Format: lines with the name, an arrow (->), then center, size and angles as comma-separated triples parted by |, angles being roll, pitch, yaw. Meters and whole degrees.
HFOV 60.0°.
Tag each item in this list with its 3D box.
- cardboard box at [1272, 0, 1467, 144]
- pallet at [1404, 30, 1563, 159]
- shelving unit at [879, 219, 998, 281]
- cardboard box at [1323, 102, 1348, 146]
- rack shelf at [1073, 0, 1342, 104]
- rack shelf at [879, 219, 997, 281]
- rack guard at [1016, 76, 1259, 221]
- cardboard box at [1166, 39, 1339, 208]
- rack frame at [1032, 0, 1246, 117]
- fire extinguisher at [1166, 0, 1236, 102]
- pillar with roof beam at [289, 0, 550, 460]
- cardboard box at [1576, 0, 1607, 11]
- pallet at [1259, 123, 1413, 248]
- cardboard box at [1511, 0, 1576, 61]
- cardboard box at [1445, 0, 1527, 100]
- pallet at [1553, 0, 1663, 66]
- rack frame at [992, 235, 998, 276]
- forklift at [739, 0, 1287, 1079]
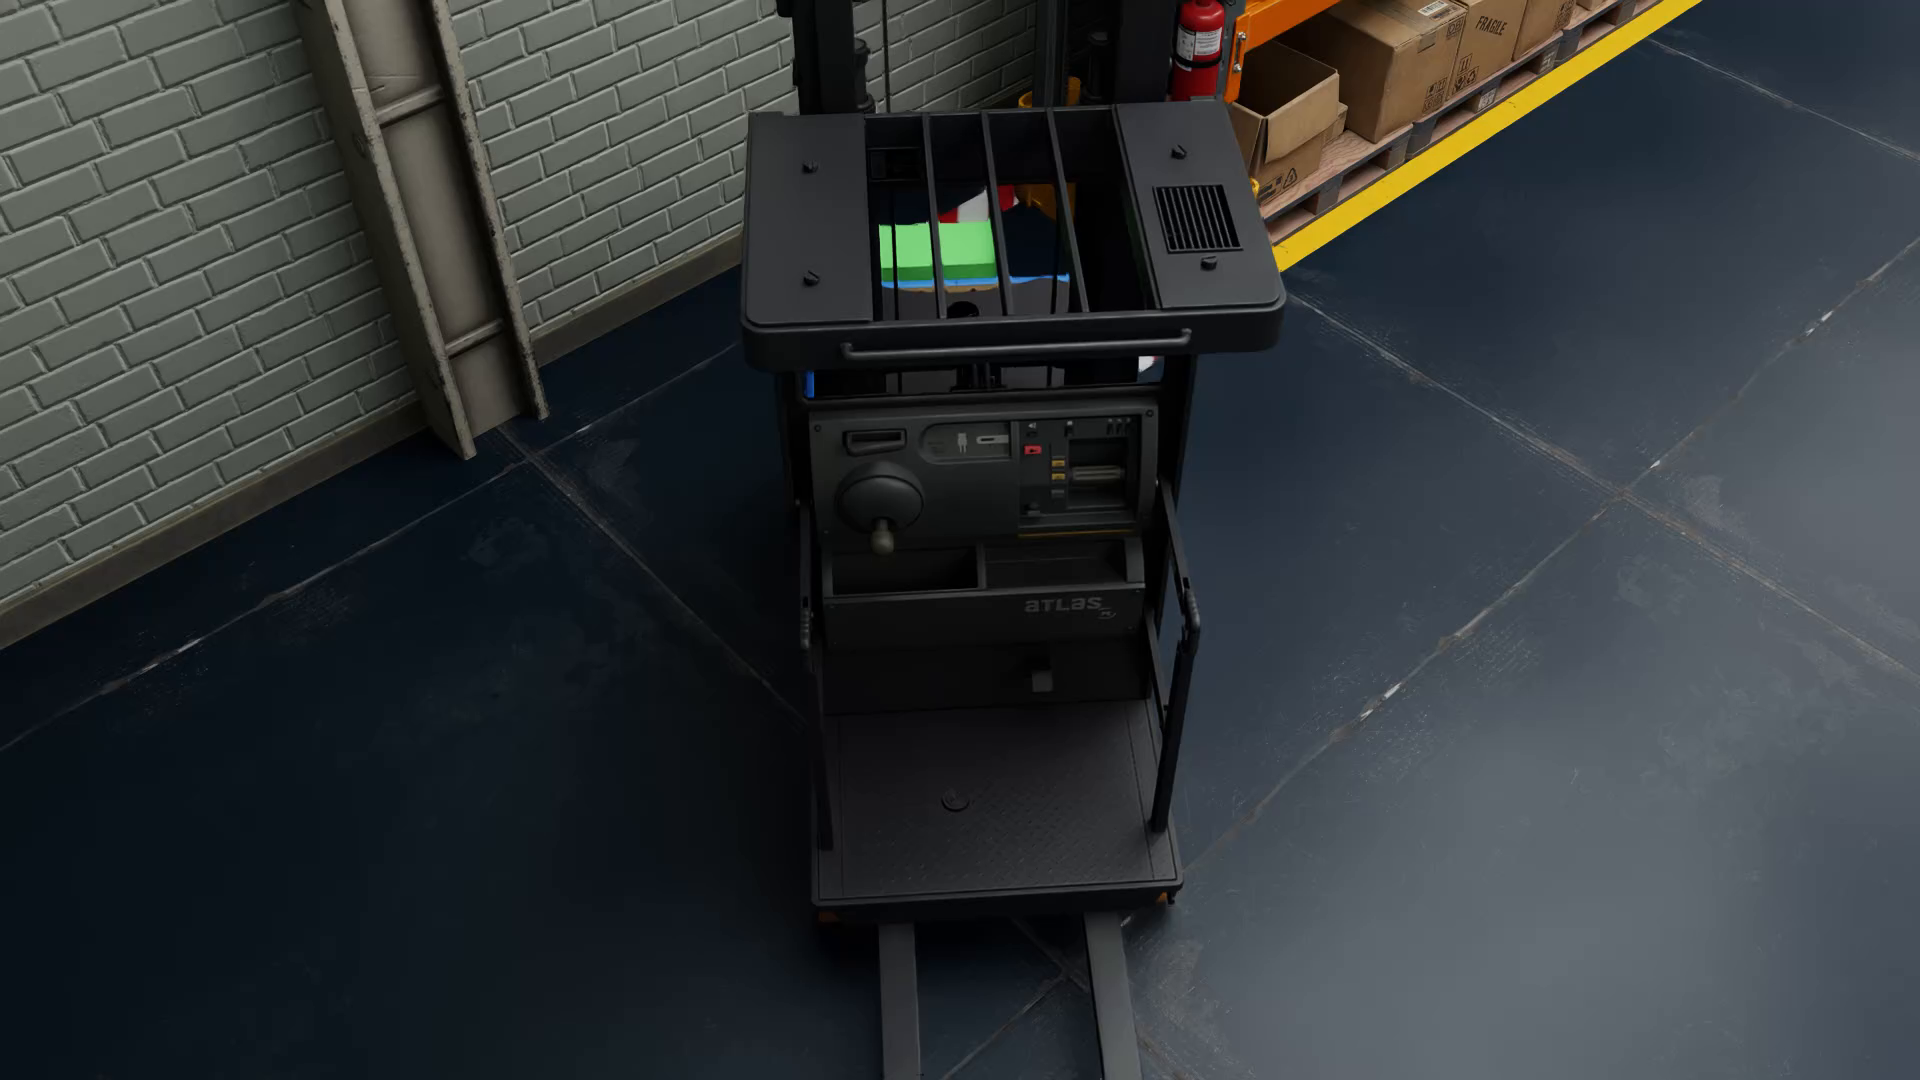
cardboard box -> 1.872, -2.300, 7.746 | 0.500, 0.500, 0.700 | -32, 55, -26
pallet -> 2.245, -2.439, 8.357 | 1.213, 0.211, 1.003 | -34, 56, -27
shelving unit -> -0.115, -0.697, 6.076 | 0.503, 1.200, 0.258 | -3, 47, -3
cardboard box -> 1.554, -1.968, 7.679 | 0.250, 0.149, 0.380 | -36, 57, -28
rack shelf -> 2.177, -3.098, 7.557 | 4.000, 0.370, 1.077 | -34, 56, -27
rack shelf -> -0.115, -0.979, 5.771 | 0.480, 0.148, 0.258 | -3, 47, -3
rack guard -> 0.753, -1.543, 7.333 | 0.348, 0.500, 1.175 | -34, 56, -27
cardboard box -> 1.213, -1.899, 7.374 | 0.637, 0.503, 0.797 | -36, 57, -28
rack frame -> 0.697, -2.353, 6.380 | 0.127, 3.000, 1.000 | -34, 56, -27
fire extinguisher -> 0.899, -1.876, 6.246 | 0.183, 0.674, 0.296 | -34, 56, -27
pillar with roof beam -> 0.992, -1.203, 1.237 | 0.400, 9.000, 9.100 | -34, 56, -27
cardboard box -> 3.178, -2.934, 8.491 | 0.258, 0.266, 0.396 | -32, 55, -26
pallet -> 1.342, -1.839, 7.804 | 1.213, 0.211, 1.003 | -34, 56, -27
cardboard box -> 2.640, -2.813, 8.220 | 0.500, 0.500, 0.700 | -36, 57, -28
cardboard box -> 2.330, -2.507, 7.937 | 0.500, 0.500, 0.500 | -33, 55, -27
pallet -> 3.148, -3.046, 8.917 | 1.213, 0.211, 1.003 | -34, 56, -27
rack frame -> 0.128, -0.710, 6.089 | 0.015, 1.200, 0.240 | -3, 47, -3
forklift -> 0.082, -0.071, 4.322 | 1.130, 2.935, 3.031 | -3, 47, -3
